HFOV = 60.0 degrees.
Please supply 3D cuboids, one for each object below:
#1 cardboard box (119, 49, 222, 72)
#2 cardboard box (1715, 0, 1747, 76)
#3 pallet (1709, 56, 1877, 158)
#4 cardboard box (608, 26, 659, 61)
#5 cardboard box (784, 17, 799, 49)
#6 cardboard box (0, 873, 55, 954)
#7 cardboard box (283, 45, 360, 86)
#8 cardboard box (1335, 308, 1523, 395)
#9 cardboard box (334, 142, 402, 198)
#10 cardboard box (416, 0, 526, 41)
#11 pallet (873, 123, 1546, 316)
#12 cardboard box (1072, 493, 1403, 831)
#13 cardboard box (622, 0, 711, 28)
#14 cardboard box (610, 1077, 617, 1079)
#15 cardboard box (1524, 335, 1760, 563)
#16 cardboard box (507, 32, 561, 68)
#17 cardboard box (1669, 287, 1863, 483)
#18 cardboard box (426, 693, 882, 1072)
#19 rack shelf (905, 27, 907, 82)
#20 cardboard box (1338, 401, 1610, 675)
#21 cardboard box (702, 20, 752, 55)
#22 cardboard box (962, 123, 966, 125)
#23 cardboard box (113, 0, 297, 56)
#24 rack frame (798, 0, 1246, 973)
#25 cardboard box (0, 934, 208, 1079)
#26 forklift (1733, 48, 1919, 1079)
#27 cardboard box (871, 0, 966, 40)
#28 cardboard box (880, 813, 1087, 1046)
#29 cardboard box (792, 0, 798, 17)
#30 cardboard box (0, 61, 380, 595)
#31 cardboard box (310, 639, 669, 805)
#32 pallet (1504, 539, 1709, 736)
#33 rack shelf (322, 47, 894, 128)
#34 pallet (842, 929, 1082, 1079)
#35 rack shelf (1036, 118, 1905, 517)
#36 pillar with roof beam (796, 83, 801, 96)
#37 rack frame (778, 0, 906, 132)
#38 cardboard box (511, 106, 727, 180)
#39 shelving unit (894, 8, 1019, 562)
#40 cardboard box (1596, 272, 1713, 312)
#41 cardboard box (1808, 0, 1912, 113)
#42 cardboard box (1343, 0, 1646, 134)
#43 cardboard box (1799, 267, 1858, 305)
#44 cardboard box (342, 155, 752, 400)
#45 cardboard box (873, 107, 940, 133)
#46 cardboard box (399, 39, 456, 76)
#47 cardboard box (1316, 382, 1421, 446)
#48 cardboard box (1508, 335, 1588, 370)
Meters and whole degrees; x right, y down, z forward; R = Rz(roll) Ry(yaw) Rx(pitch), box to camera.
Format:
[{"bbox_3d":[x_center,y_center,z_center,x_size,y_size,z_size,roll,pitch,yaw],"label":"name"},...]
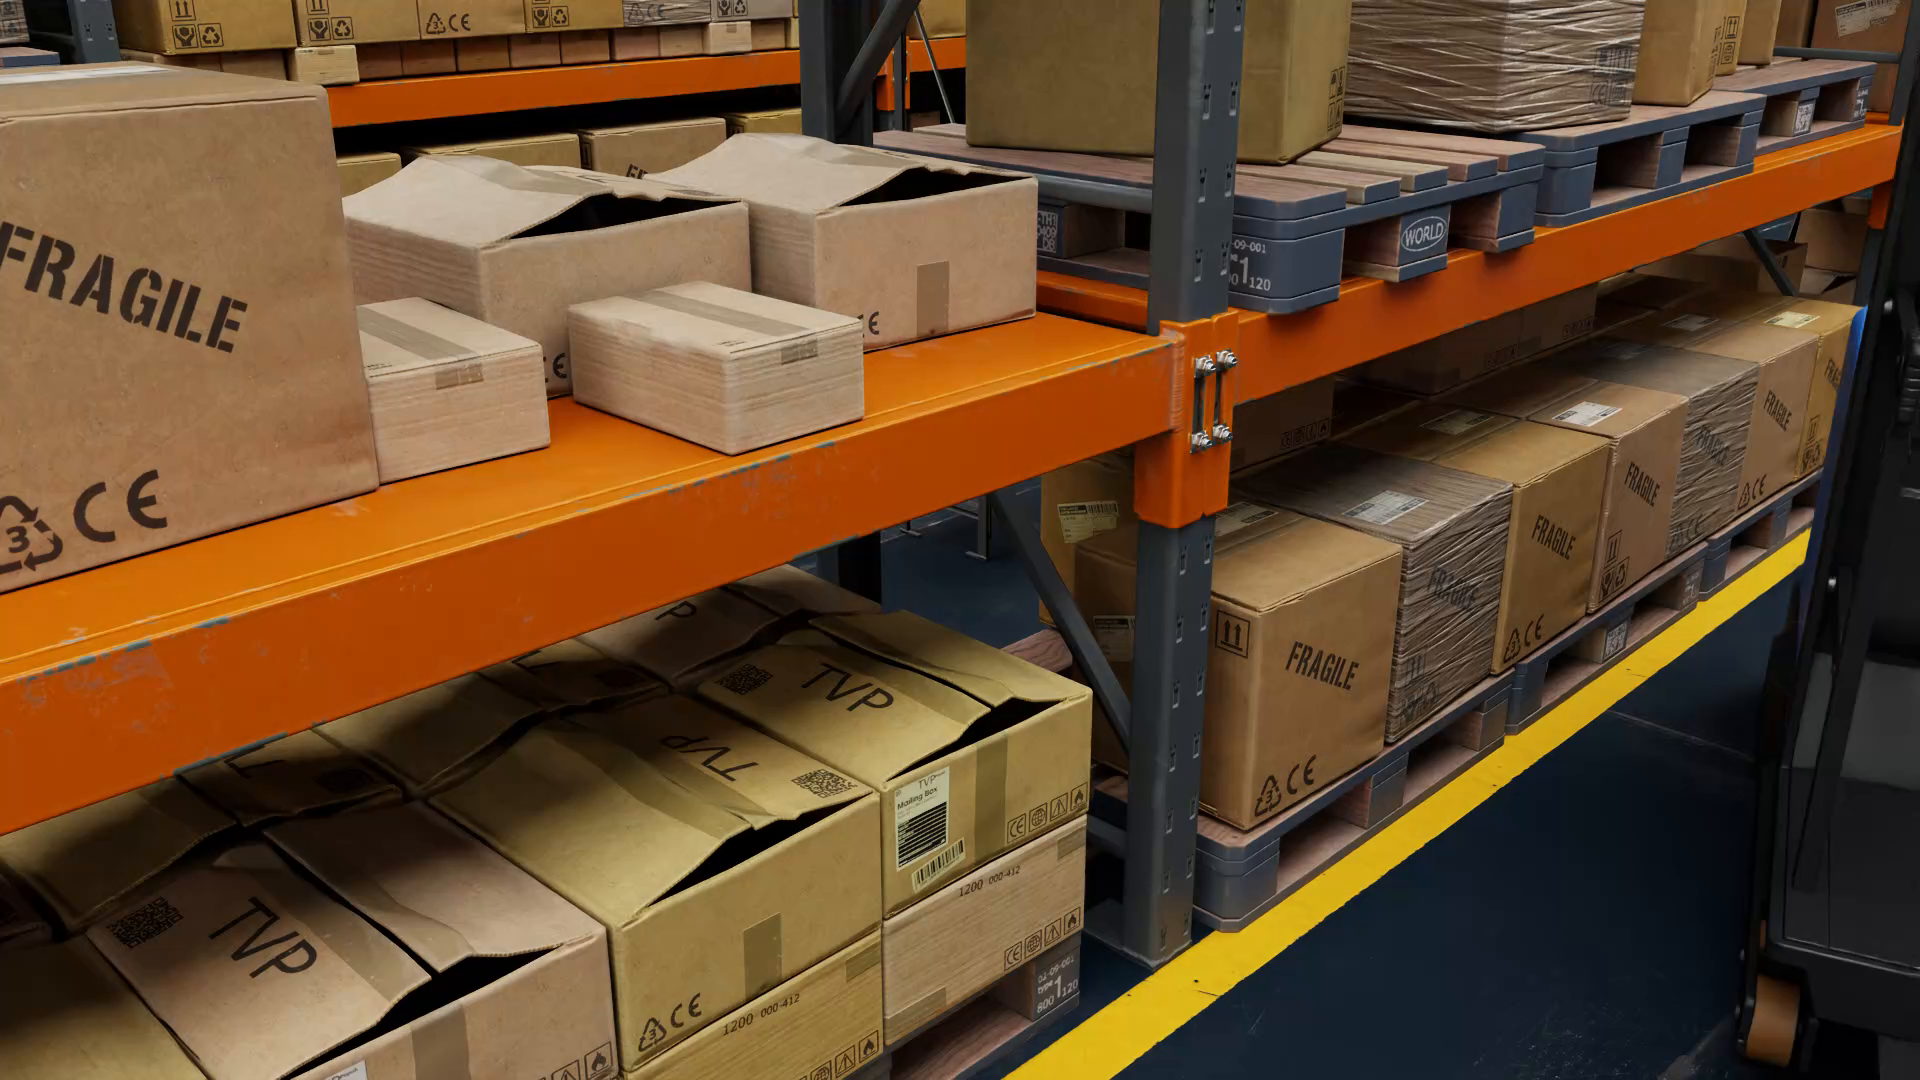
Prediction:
[{"bbox_3d":[-3.083,-1.833,6.486,0.380,0.149,0.250,19,28,40],"label":"cardboard box"},{"bbox_3d":[1.938,-1.688,5.061,0.500,0.500,0.700,-15,26,-34],"label":"cardboard box"},{"bbox_3d":[2.228,-1.436,5.398,1.003,0.211,1.213,19,28,41],"label":"pallet"},{"bbox_3d":[-1.639,-2.362,7.860,0.380,0.149,0.250,18,28,39],"label":"cardboard box"},{"bbox_3d":[-0.880,-2.606,8.497,0.250,0.149,0.380,-20,28,-41],"label":"cardboard box"},{"bbox_3d":[-1.579,0.611,2.270,0.500,0.311,0.500,19,28,40],"label":"cardboard box"},{"bbox_3d":[-2.655,-1.943,6.771,0.250,0.149,0.380,-19,28,-40],"label":"cardboard box"},{"bbox_3d":[1.304,-0.643,4.893,0.500,0.250,0.500,19,28,40],"label":"cardboard box"},{"bbox_3d":[-2.872,-1.263,7.092,0.750,0.750,0.750,19,28,40],"label":"cardboard box"},{"bbox_3d":[-2.238,-2.430,7.134,0.500,0.500,0.500,19,28,40],"label":"cardboard box"},{"bbox_3d":[0.496,-0.778,3.685,1.213,0.211,1.003,19,28,41],"label":"pallet"},{"bbox_3d":[0.595,0.240,3.640,0.500,0.500,0.500,-19,28,-40],"label":"cardboard box"},{"bbox_3d":[-1.535,-2.695,7.824,0.500,0.500,0.500,19,28,41],"label":"cardboard box"},{"bbox_3d":[-0.829,0.870,2.378,0.500,0.250,0.500,-19,28,-41],"label":"cardboard box"},{"bbox_3d":[2.024,-0.290,5.020,0.500,0.500,0.500,20,29,41],"label":"cardboard box"},{"bbox_3d":[-2.021,-2.230,7.519,0.380,0.149,0.250,19,28,41],"label":"cardboard box"},{"bbox_3d":[2.725,-0.544,5.680,0.500,0.500,0.500,19,28,40],"label":"cardboard box"},{"bbox_3d":[-0.474,0.481,2.607,0.500,0.311,0.500,19,28,40],"label":"cardboard box"},{"bbox_3d":[0.115,-1.663,5.062,0.431,0.518,0.480,19,28,41],"label":"rack shelf"},{"bbox_3d":[1.310,-0.024,4.326,0.500,0.500,0.500,19,28,40],"label":"cardboard box"},{"bbox_3d":[-1.236,-2.468,8.138,0.380,0.149,0.250,19,28,41],"label":"cardboard box"},{"bbox_3d":[0.260,-2.267,10.191,0.700,0.500,0.500,19,28,40],"label":"cardboard box"},{"bbox_3d":[-2.957,-2.170,6.458,0.500,0.500,0.500,-19,28,-40],"label":"cardboard box"},{"bbox_3d":[0.073,-0.676,3.152,1.000,3.000,0.127,19,28,41],"label":"rack frame"},{"bbox_3d":[-1.179,0.739,1.937,0.500,0.311,0.500,-19,28,-41],"label":"cardboard box"},{"bbox_3d":[2.064,-0.424,2.592,1.130,2.935,3.031,10,23,24],"label":"forklift"},{"bbox_3d":[-0.298,-3.218,9.349,0.700,0.700,0.980,-20,28,-41],"label":"cardboard box"},{"bbox_3d":[-0.119,0.608,3.059,0.500,0.250,0.500,-19,28,-41],"label":"cardboard box"},{"bbox_3d":[-0.830,-2.956,8.502,0.500,0.500,0.500,19,28,40],"label":"cardboard box"},{"bbox_3d":[-1.086,-0.287,2.001,0.500,0.500,0.500,17,27,38],"label":"cardboard box"},{"bbox_3d":[-0.863,0.348,2.953,0.500,0.311,0.500,18,28,39],"label":"cardboard box"},{"bbox_3d":[1.472,0.131,4.939,1.003,0.211,1.213,19,28,41],"label":"pallet"},{"bbox_3d":[-2.084,-2.093,7.842,1.077,0.370,4.000,19,28,41],"label":"rack shelf"},{"bbox_3d":[-0.529,0.828,3.127,1.003,0.211,1.213,19,28,41],"label":"pallet"},{"bbox_3d":[1.468,-0.854,4.619,1.077,0.370,4.000,19,28,41],"label":"rack shelf"},{"bbox_3d":[2.265,-5.062,6.202,9.100,9.000,0.400,19,28,41],"label":"pillar with roof beam"},{"bbox_3d":[-0.688,-2.943,9.050,1.000,3.000,0.127,19,28,41],"label":"rack frame"},{"bbox_3d":[-1.667,-1.707,8.245,0.750,0.750,0.750,-19,28,-40],"label":"cardboard box"},{"bbox_3d":[0.115,-1.023,5.309,0.431,2.100,0.503,19,28,41],"label":"shelving unit"},{"bbox_3d":[2.351,-0.679,6.032,0.500,0.500,0.500,18,27,38],"label":"cardboard box"},{"bbox_3d":[3.414,-1.814,5.973,0.500,0.500,0.500,-19,28,-41],"label":"cardboard box"},{"bbox_3d":[1.206,-1.296,4.041,0.500,0.500,0.700,-14,25,-32],"label":"cardboard box"},{"bbox_3d":[3.581,-1.065,7.298,0.500,0.311,0.500,19,28,41],"label":"cardboard box"},{"bbox_3d":[-0.690,-0.453,2.696,0.500,0.311,0.500,19,28,40],"label":"cardboard box"},{"bbox_3d":[-0.337,-2.454,9.773,0.380,0.149,0.250,19,28,40],"label":"cardboard box"},{"bbox_3d":[-2.393,-2.108,7.199,0.250,0.149,0.380,-19,28,-41],"label":"cardboard box"},{"bbox_3d":[0.919,-0.146,4.646,0.500,0.500,0.500,18,27,39],"label":"cardboard box"},{"bbox_3d":[1.633,-0.413,5.338,0.500,0.500,0.500,20,29,41],"label":"cardboard box"}]
